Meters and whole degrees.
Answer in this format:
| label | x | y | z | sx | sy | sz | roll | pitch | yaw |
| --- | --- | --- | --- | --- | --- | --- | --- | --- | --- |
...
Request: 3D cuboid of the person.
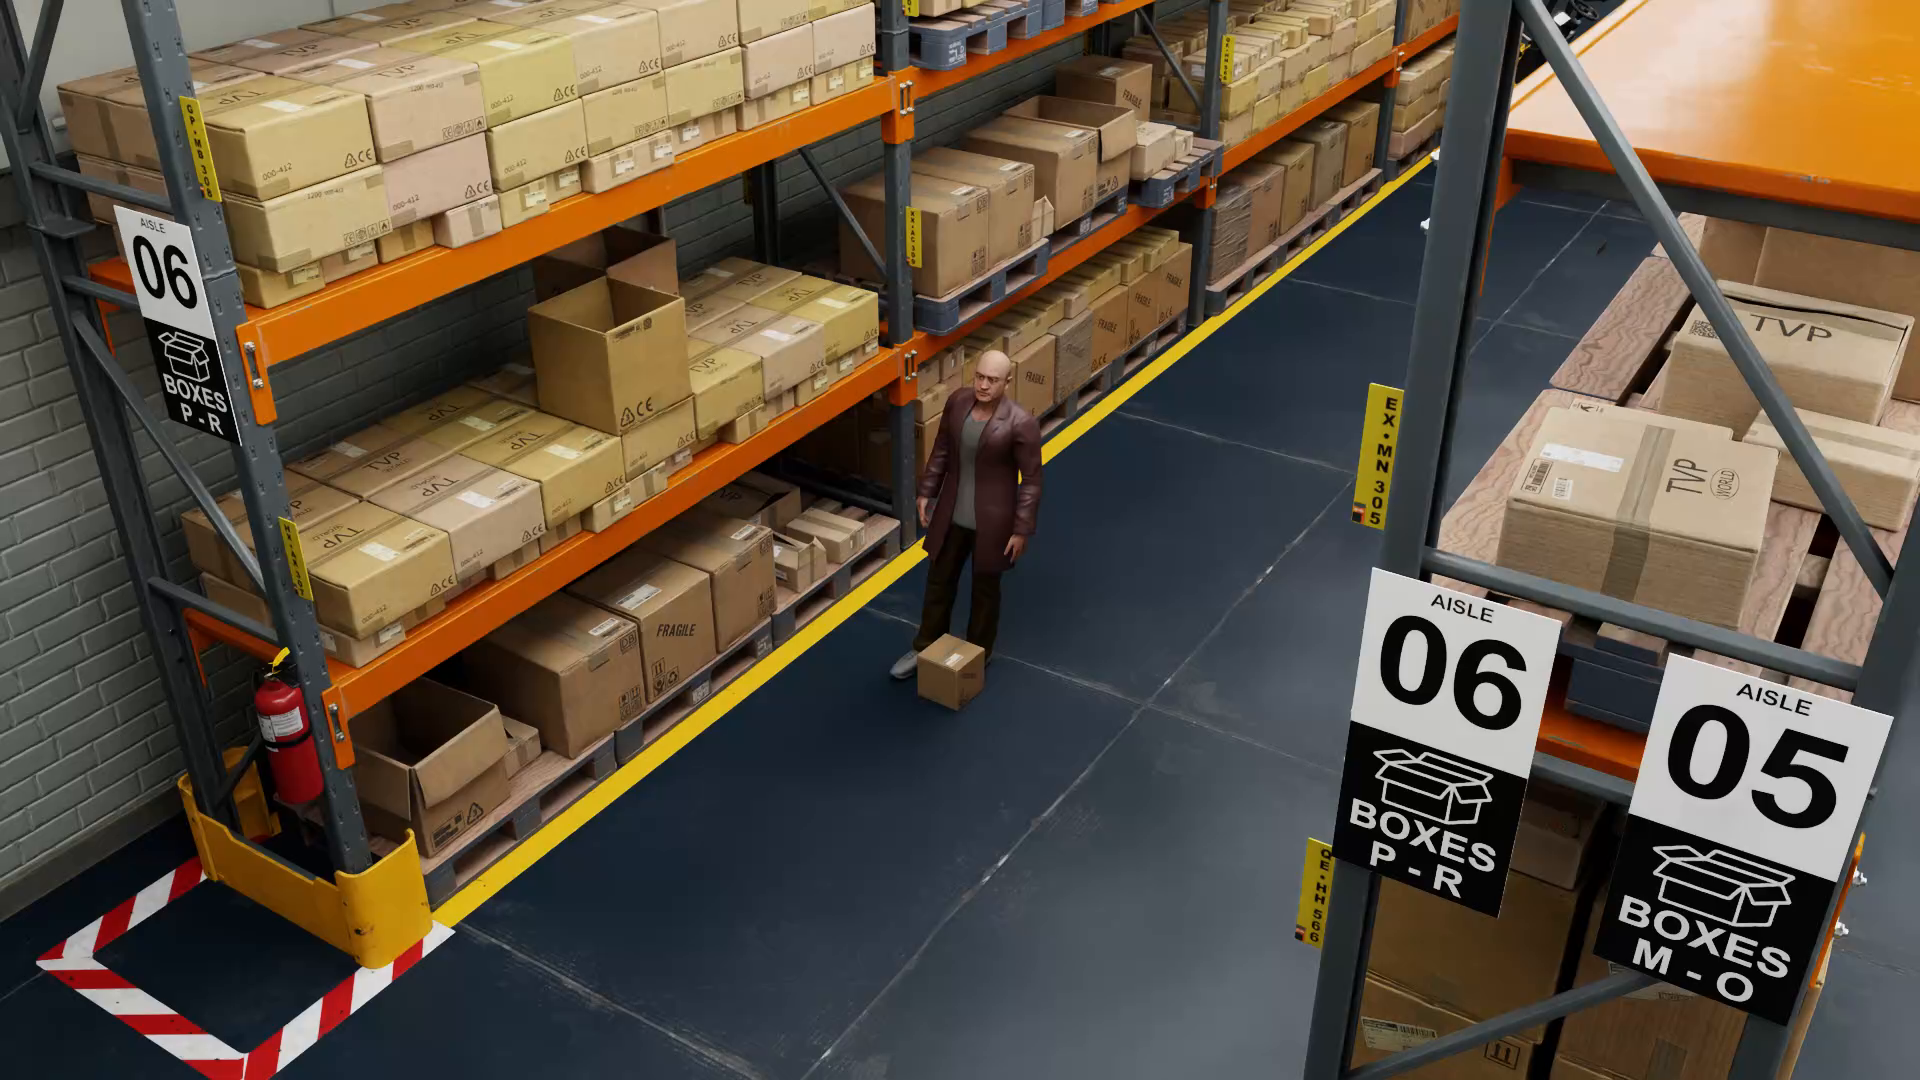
| label | x | y | z | sx | sy | sz | roll | pitch | yaw |
| --- | --- | --- | --- | --- | --- | --- | --- | --- | --- |
| person | 0.037 | -0.077 | 8.323 | 0.695 | 1.776 | 0.581 | 18 | 35 | 28 |
